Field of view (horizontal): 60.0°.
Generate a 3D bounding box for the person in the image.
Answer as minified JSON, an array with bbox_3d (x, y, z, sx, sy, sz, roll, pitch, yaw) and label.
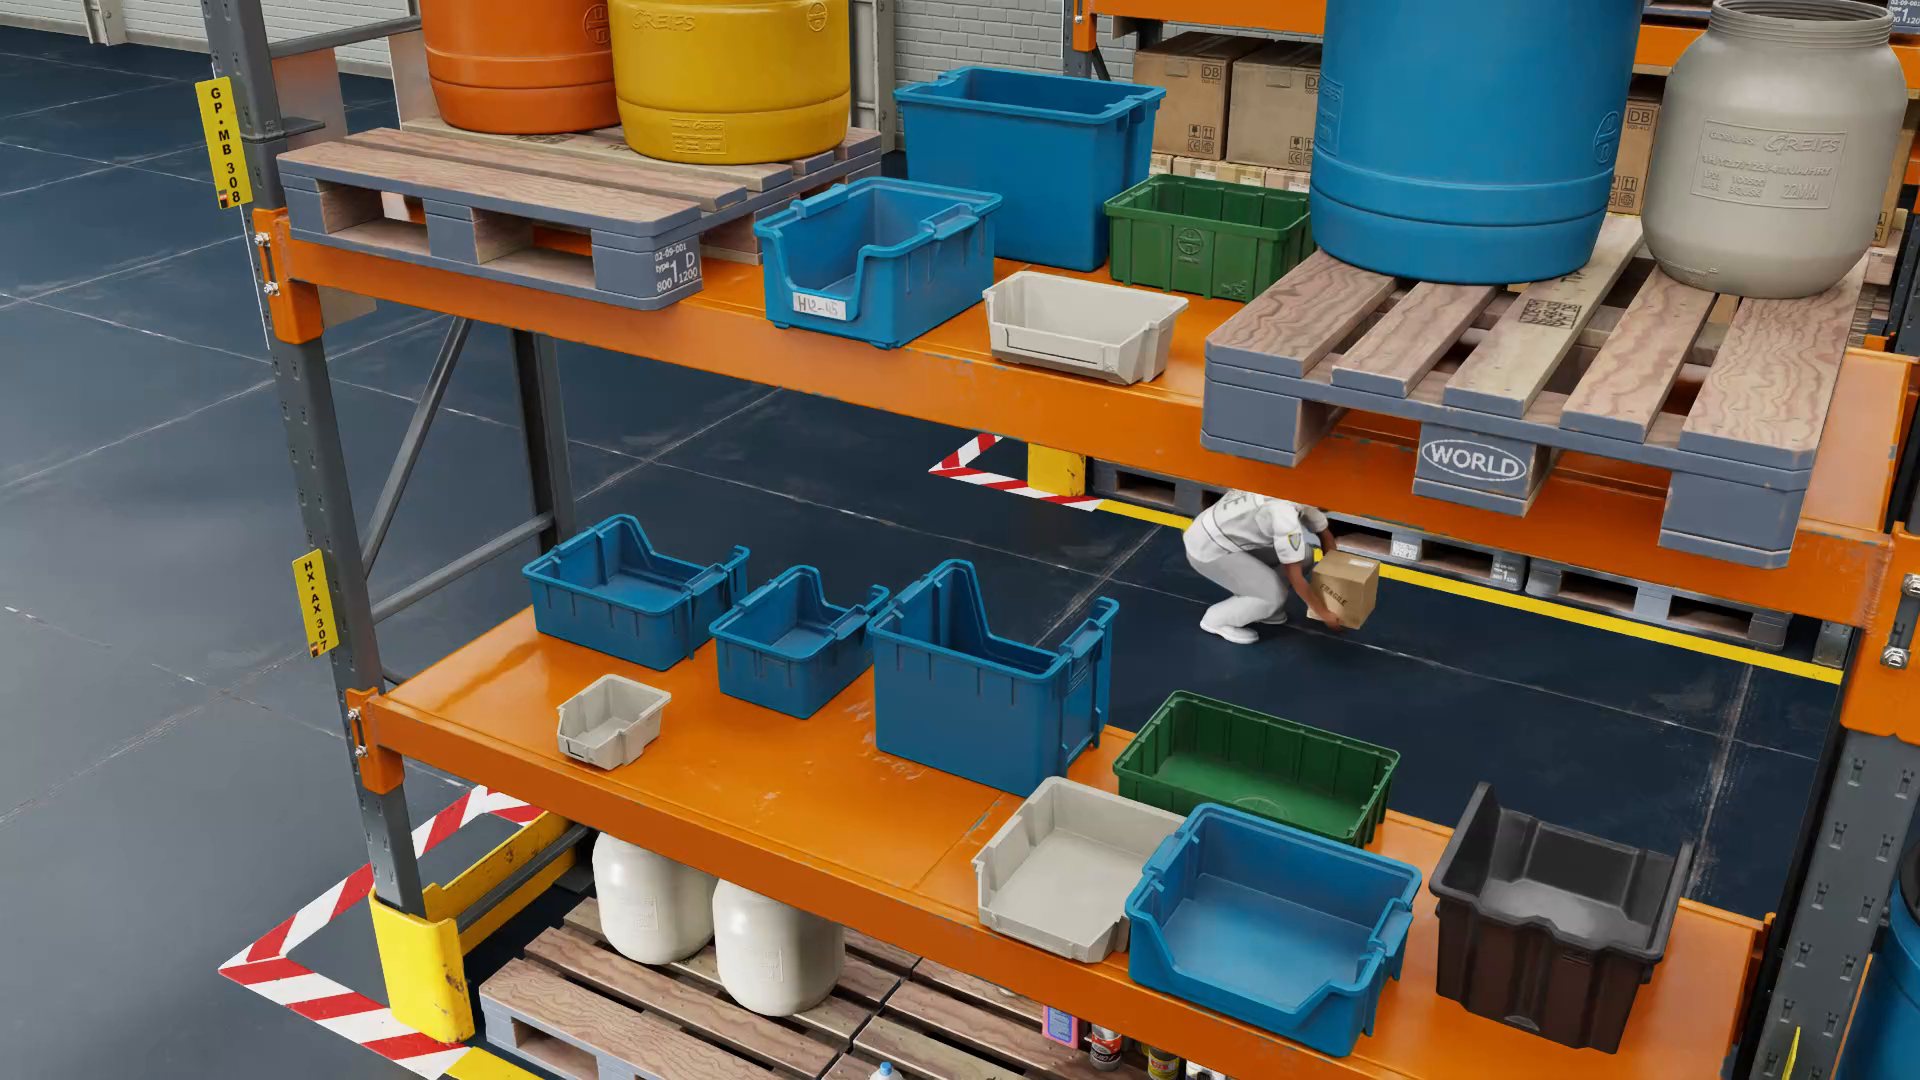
[{"bbox_3d":[1.497,0.019,7.890,0.848,0.946,0.499,14,30,26],"label":"person"}]
